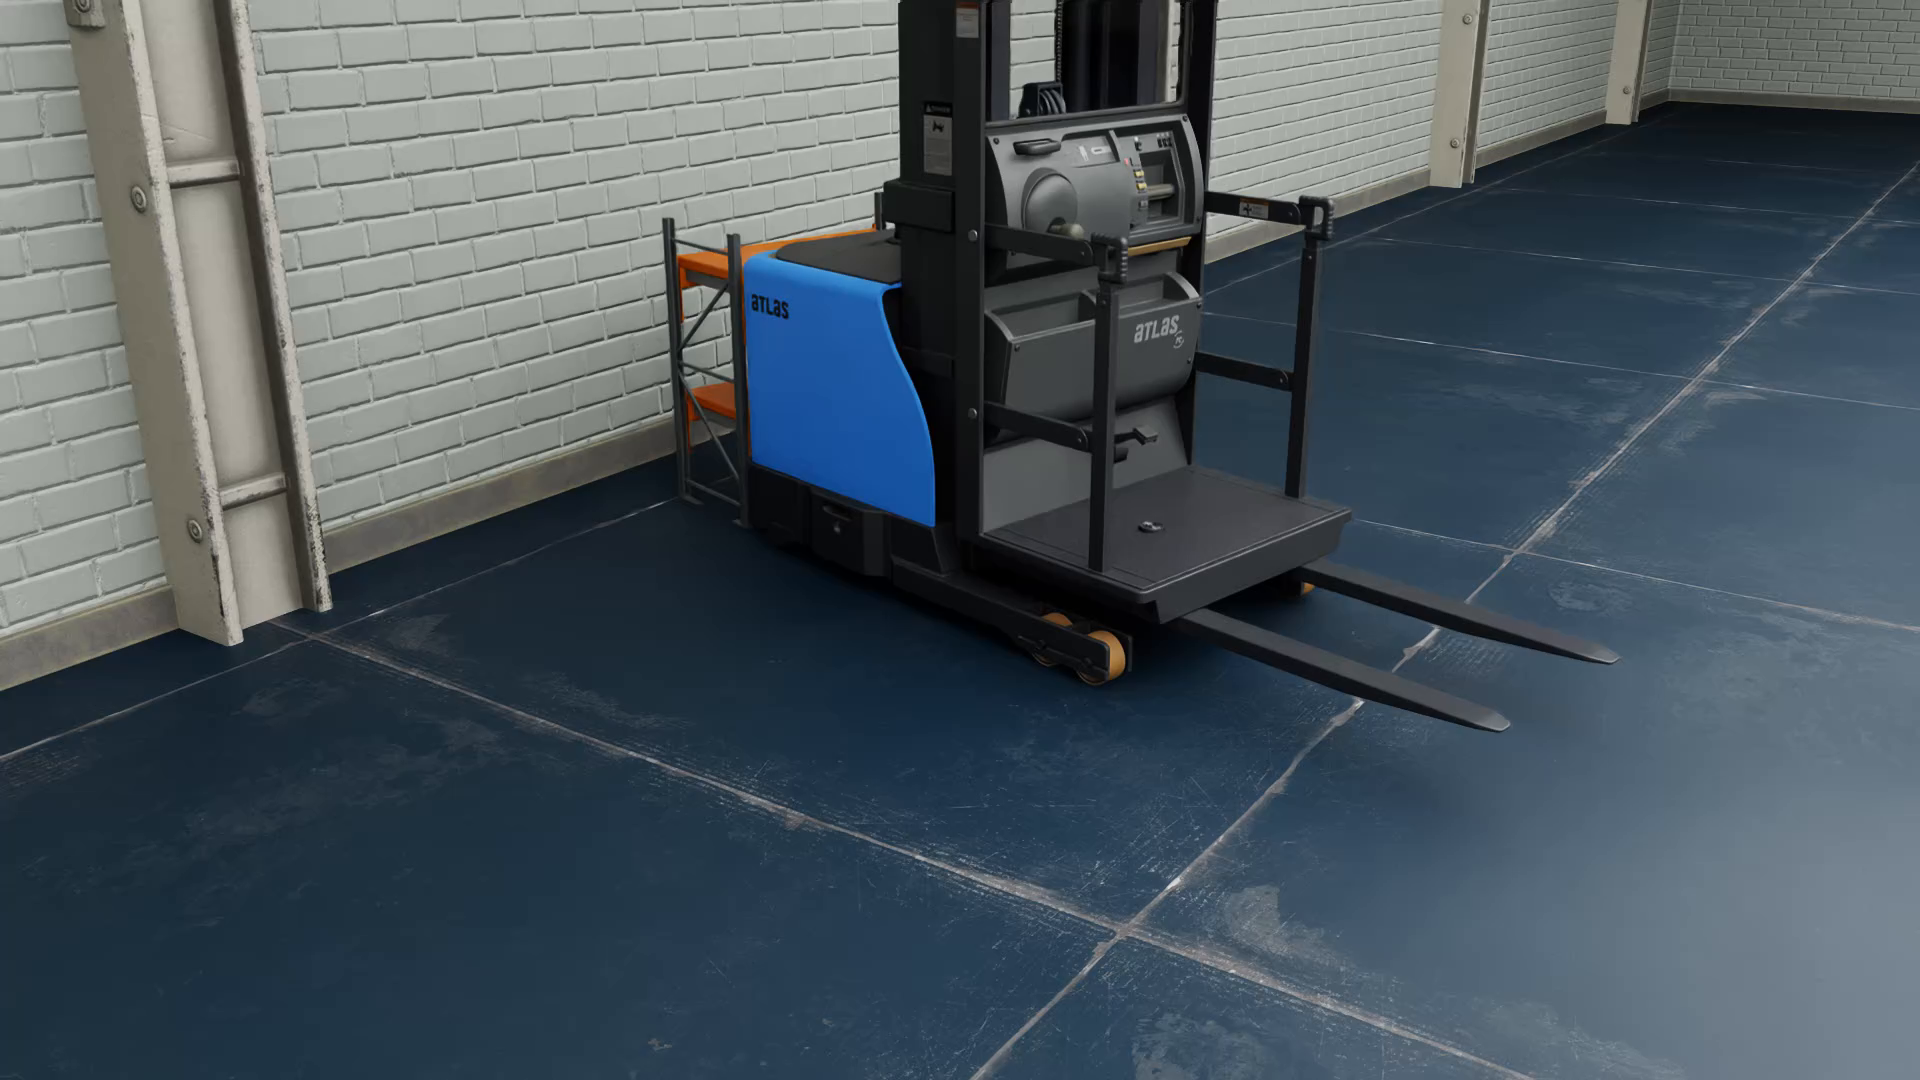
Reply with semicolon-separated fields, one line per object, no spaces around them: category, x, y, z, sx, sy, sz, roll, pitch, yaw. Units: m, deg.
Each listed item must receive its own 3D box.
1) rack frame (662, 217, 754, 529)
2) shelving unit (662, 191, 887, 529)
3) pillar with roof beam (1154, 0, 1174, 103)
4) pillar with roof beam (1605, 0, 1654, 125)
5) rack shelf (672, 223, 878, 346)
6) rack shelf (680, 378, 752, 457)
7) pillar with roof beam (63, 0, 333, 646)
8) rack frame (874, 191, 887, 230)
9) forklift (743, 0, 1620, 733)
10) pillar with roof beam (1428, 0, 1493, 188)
rack frame;-0.965;-0.638;6.369;0.032;1.125;0.500;-16;26;-37
shelving unit;-0.576;-0.752;6.676;1.048;1.125;0.538;-16;26;-37
pillar with roof beam;4.569;-4.847;6.397;9.100;9.000;0.400;13;24;32
pillar with roof beam;11.315;-8.290;15.705;9.100;9.000;0.400;13;24;32
rack shelf;-0.576;-1.026;6.575;1.000;0.278;0.538;-16;26;-37
rack shelf;-0.576;-0.523;6.761;1.000;0.278;0.538;-16;26;-37
pillar with roof beam;1.197;-3.125;1.743;9.100;9.000;0.400;13;24;32
rack frame;-0.187;-0.865;6.983;0.032;1.125;0.500;-16;26;-37
forklift;0.590;-1.132;5.101;1.130;2.935;3.031;-18;27;-40
pillar with roof beam;7.942;-6.568;11.051;9.100;9.000;0.400;13;24;32
